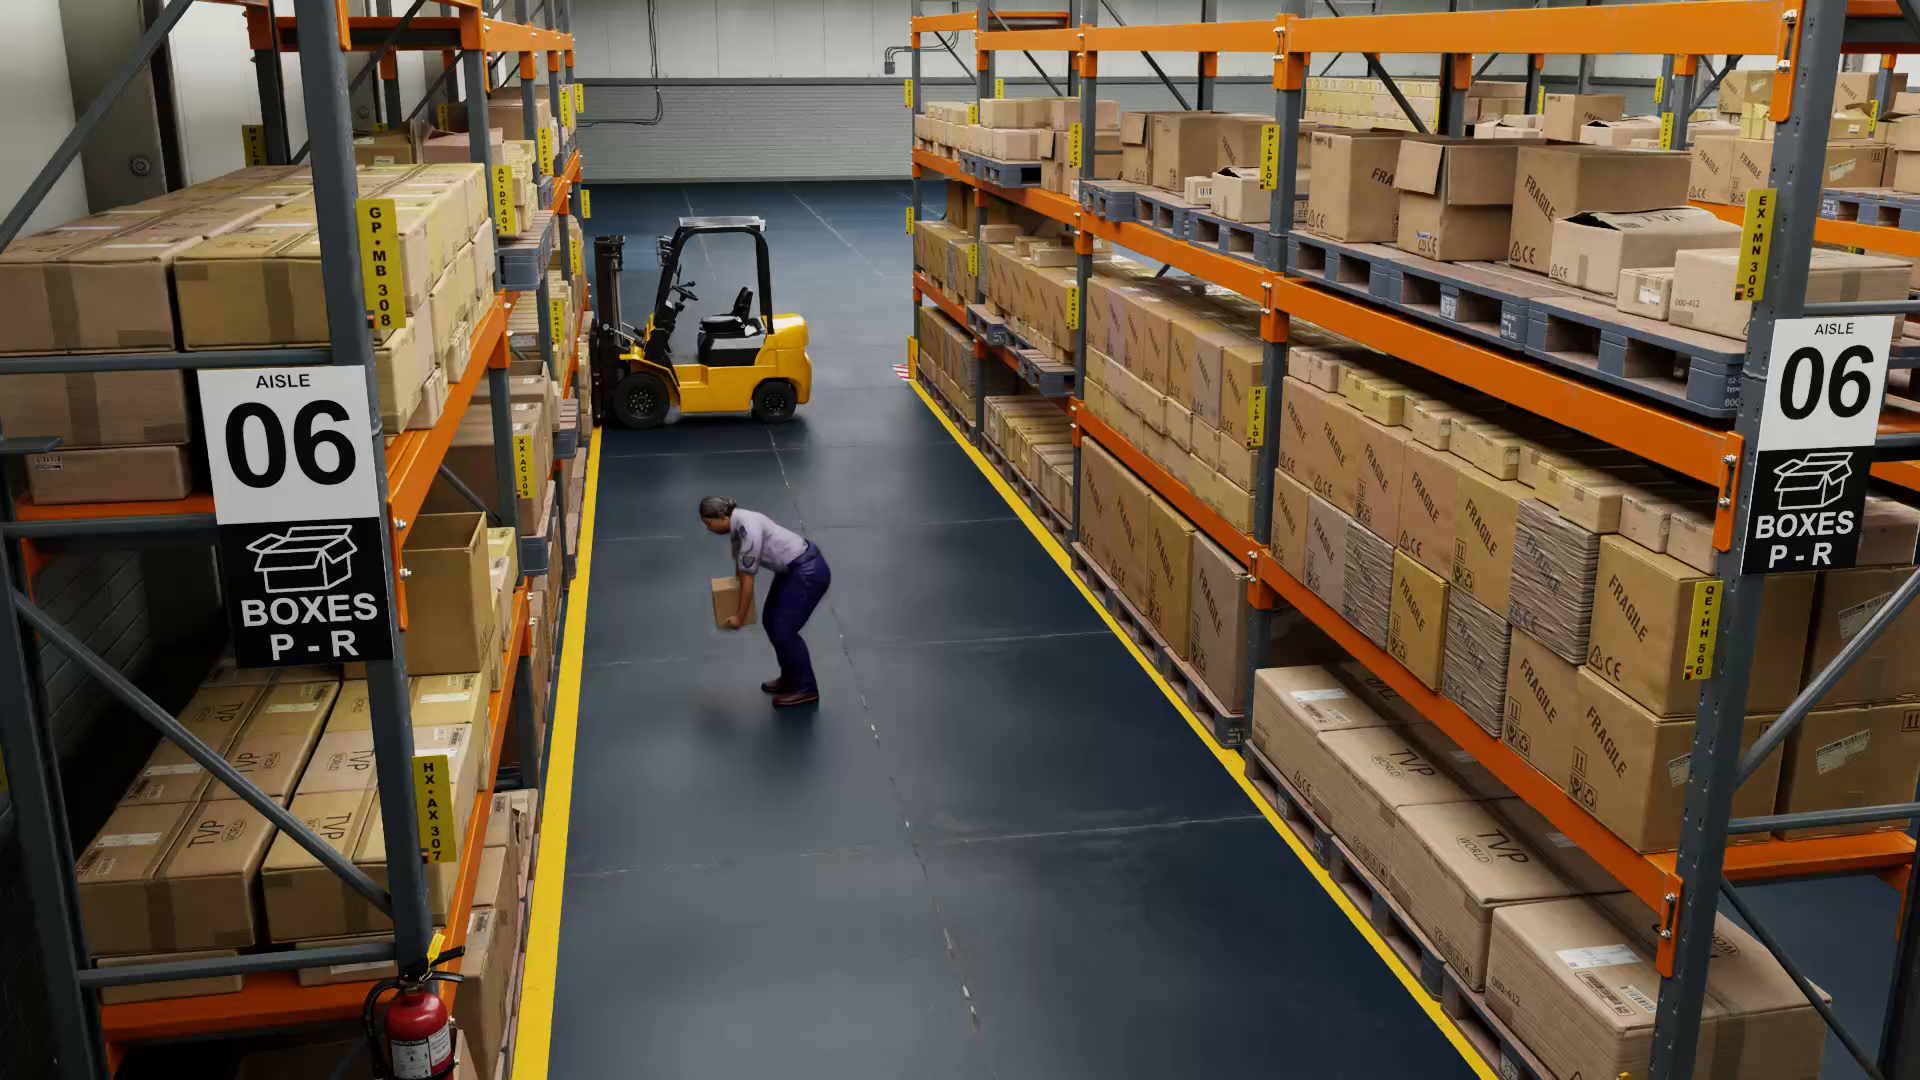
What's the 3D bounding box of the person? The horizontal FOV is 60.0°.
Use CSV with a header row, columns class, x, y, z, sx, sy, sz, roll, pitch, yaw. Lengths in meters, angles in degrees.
class,x,y,z,sx,sy,sz,roll,pitch,yaw
person,-1.209,0.353,10.404,0.794,1.353,0.455,-4,17,-12
